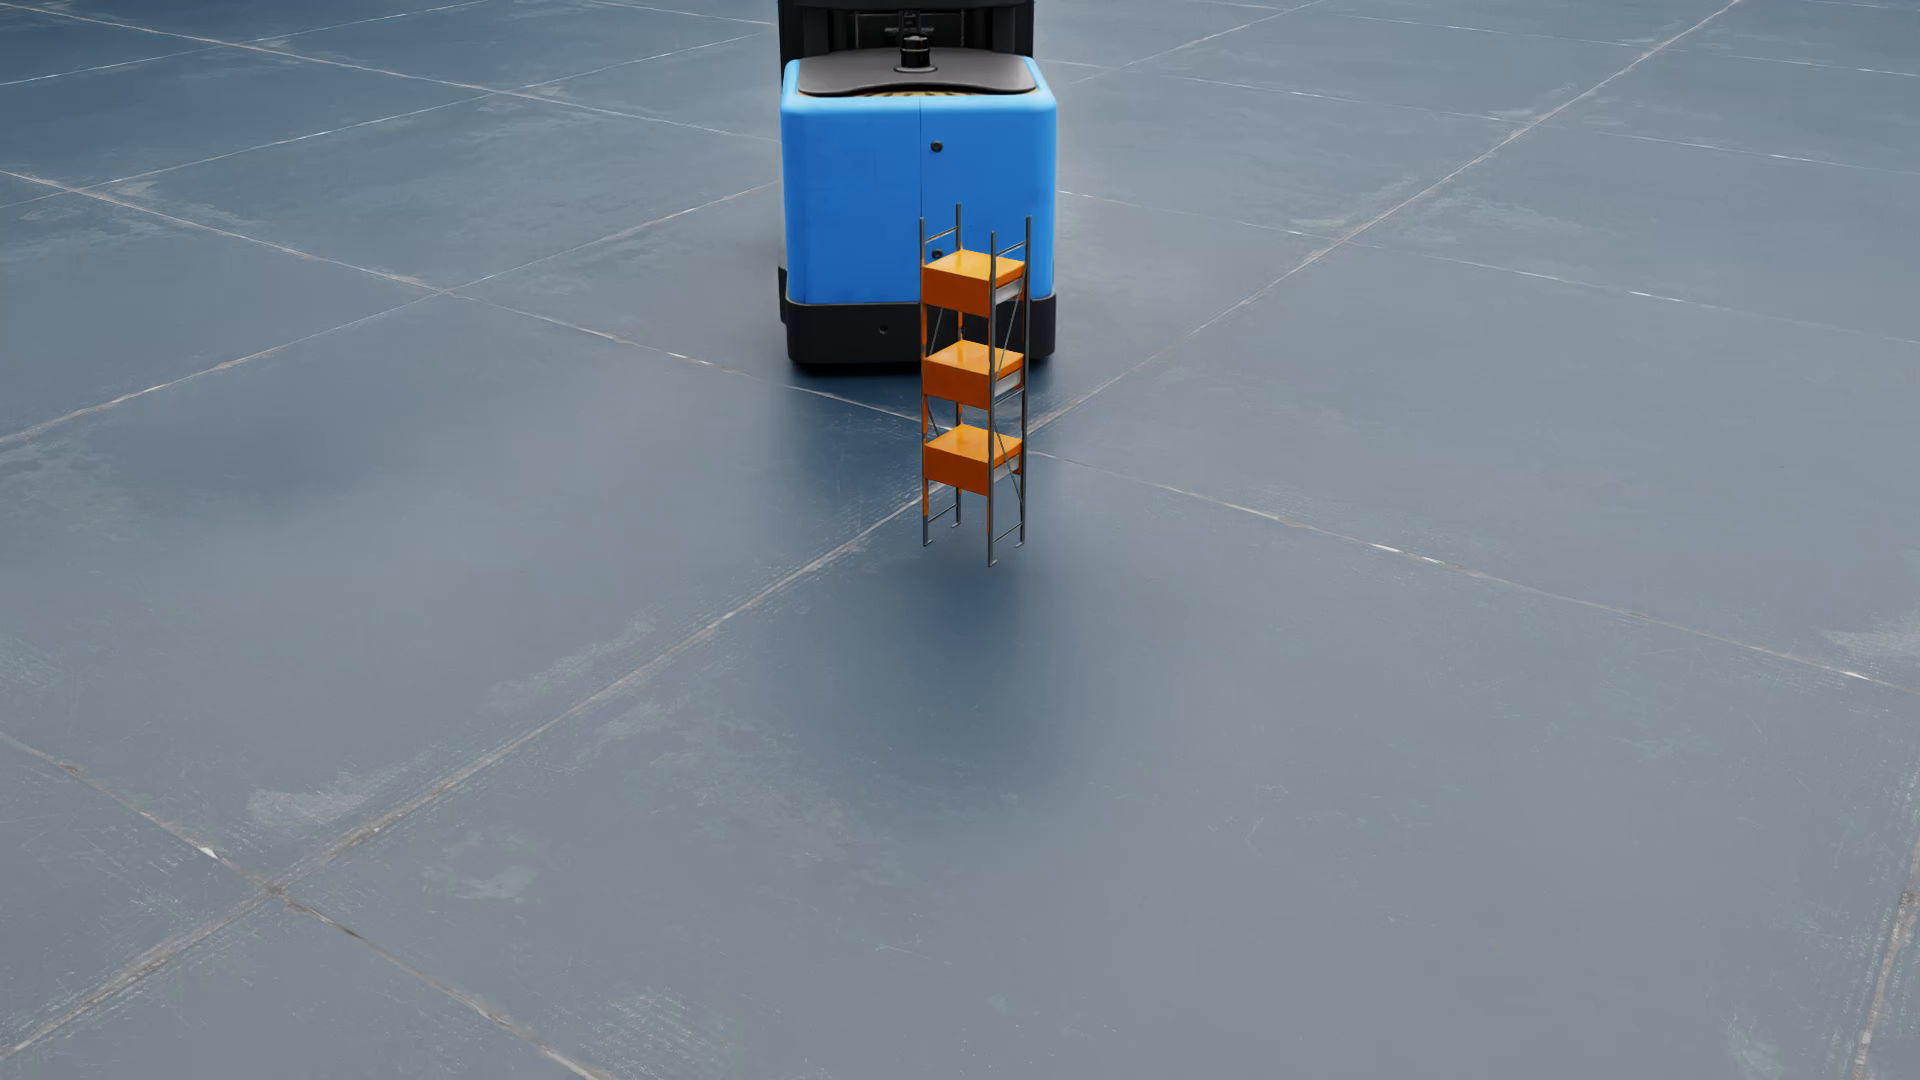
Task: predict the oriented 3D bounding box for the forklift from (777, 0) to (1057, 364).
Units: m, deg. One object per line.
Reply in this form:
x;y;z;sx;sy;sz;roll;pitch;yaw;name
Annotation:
-0.247;-2.619;7.165;1.130;2.935;3.031;-2;27;-4;forklift

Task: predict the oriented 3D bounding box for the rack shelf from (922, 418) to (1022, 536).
0.044;-0.197;5.116;0.240;0.259;0.215;17;32;30;rack shelf

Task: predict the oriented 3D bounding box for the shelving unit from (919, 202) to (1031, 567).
0.044;-0.454;4.985;0.252;1.050;0.215;17;32;30;shelving unit

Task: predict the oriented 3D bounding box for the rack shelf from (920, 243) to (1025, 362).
0.044;-0.698;4.861;0.240;0.259;0.215;17;32;30;rack shelf

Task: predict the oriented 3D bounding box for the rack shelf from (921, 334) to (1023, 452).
0.044;-0.445;4.990;0.240;0.259;0.215;17;32;30;rack shelf

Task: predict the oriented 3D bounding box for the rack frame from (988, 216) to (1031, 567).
0.145;-0.423;4.923;0.008;1.050;0.200;17;32;30;rack frame

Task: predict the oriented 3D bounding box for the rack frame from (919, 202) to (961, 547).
-0.056;-0.485;5.046;0.008;1.050;0.200;17;32;30;rack frame
